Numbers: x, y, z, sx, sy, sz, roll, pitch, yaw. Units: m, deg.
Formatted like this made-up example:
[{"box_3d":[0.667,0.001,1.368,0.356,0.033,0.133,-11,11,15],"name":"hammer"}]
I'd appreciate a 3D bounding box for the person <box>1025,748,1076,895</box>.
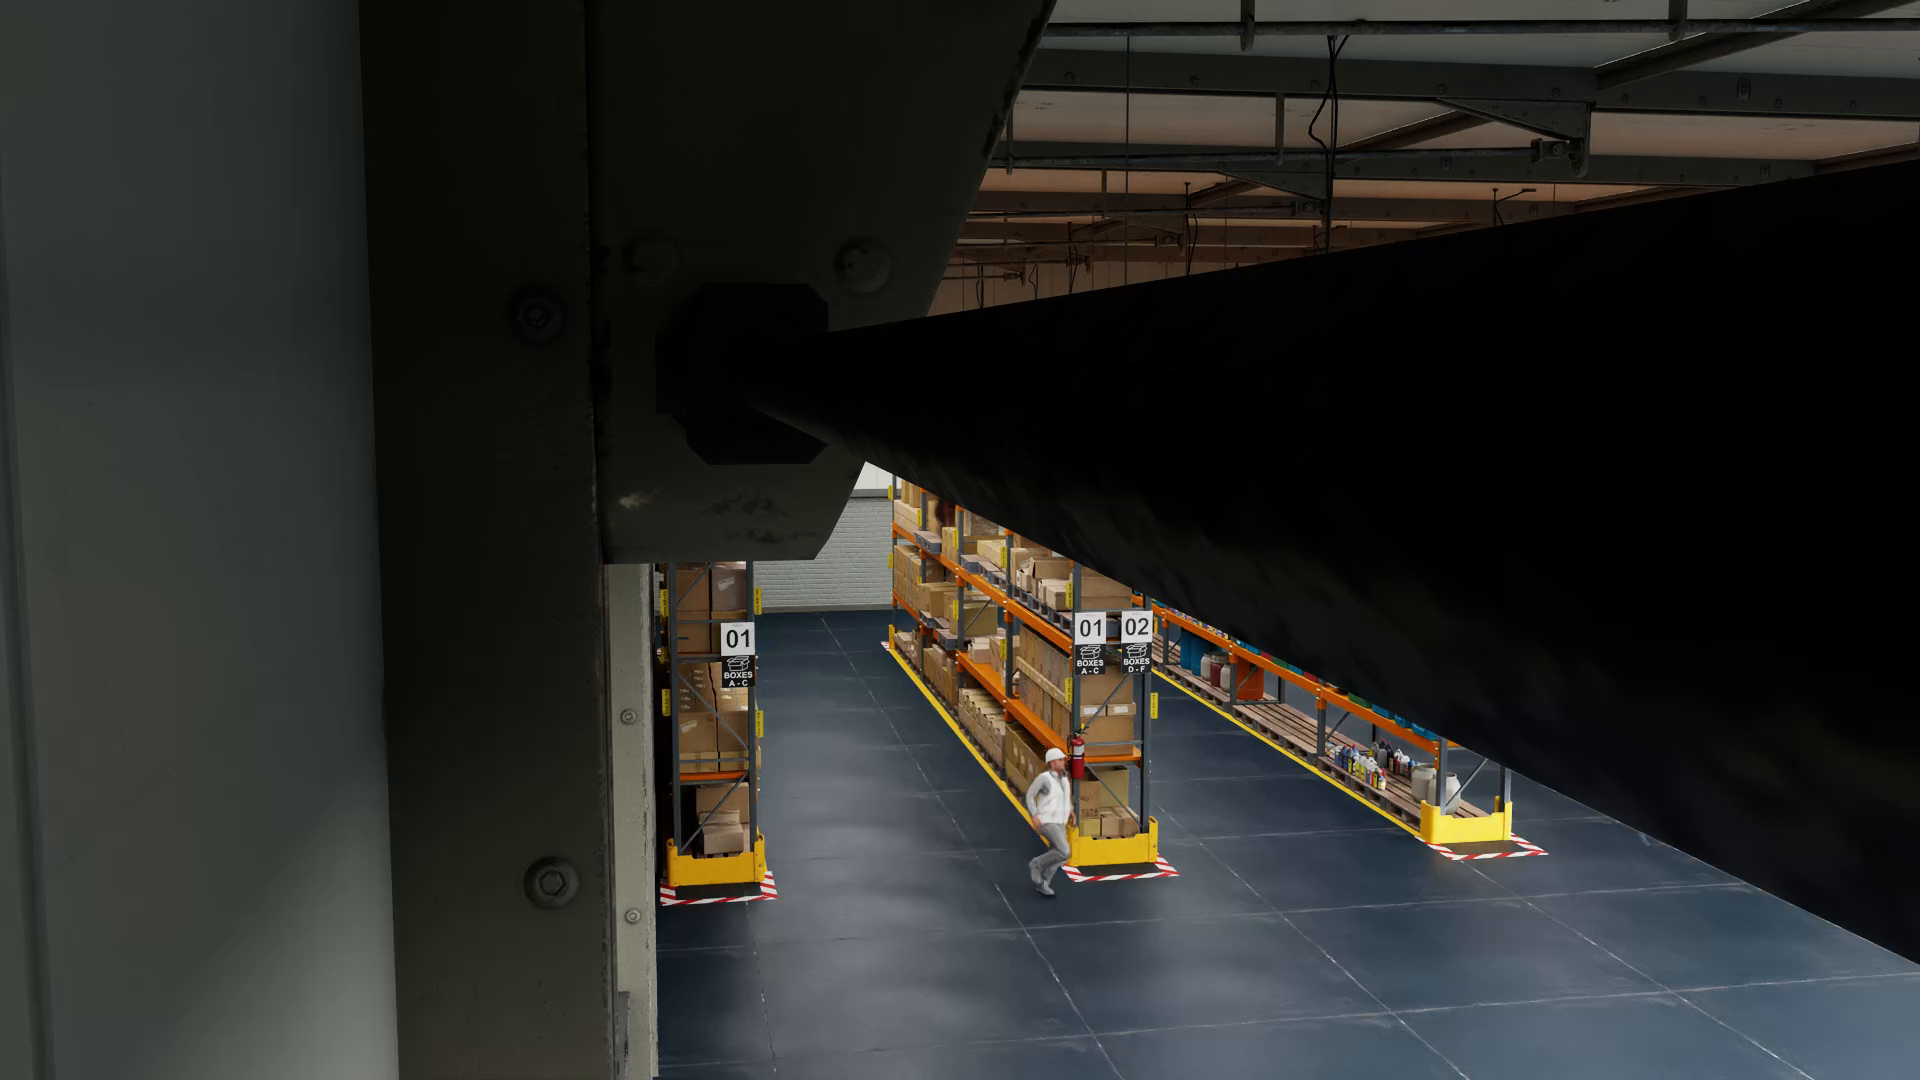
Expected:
[{"box_3d":[1.162,3.348,19.834,0.534,1.694,0.683,5,8,39],"name":"person"}]
